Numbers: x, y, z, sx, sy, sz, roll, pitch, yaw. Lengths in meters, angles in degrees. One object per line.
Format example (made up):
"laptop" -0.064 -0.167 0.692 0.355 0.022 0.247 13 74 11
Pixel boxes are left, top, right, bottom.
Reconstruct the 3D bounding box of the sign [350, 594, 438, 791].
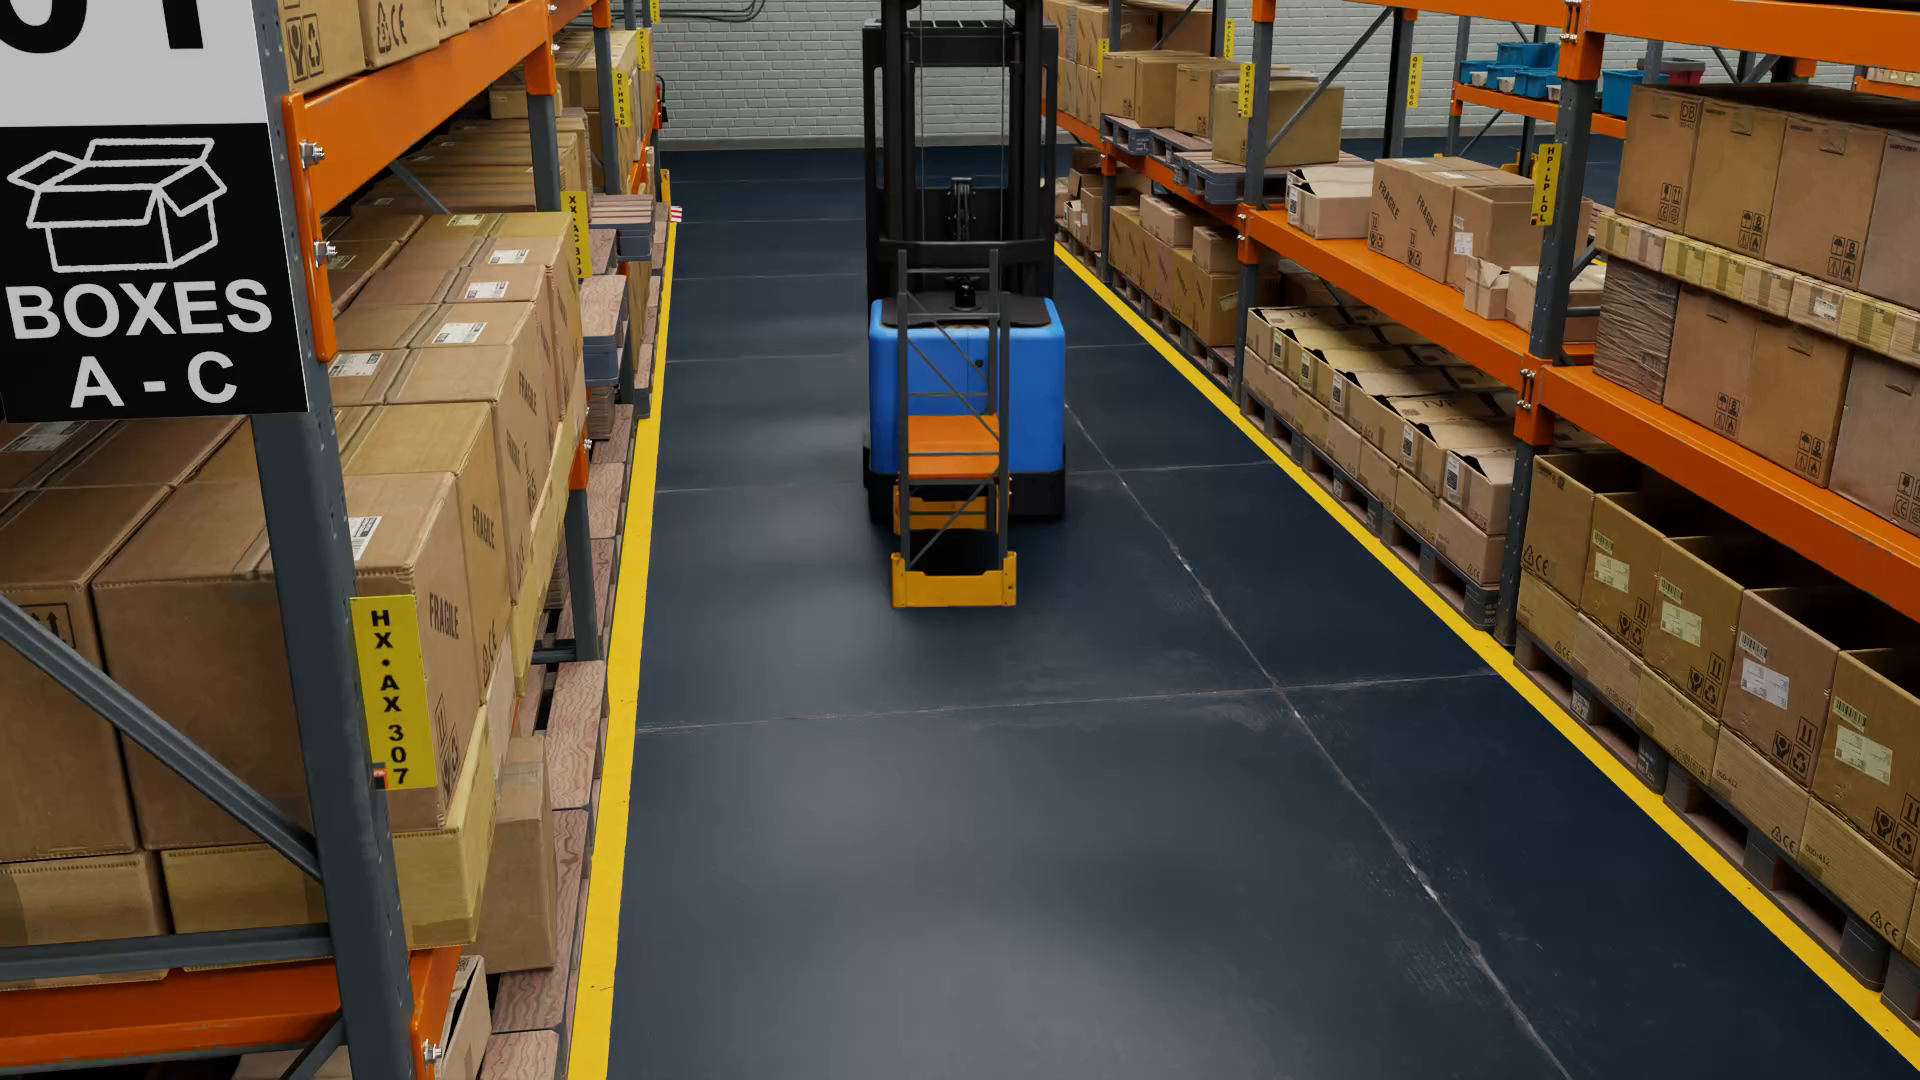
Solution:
"sign" -0.872 0.238 2.555 0.100 0.325 0.005 -3 21 -8

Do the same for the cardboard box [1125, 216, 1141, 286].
"cardboard box" 1.679 -2.406 13.816 0.500 0.500 0.500 -3 21 -7

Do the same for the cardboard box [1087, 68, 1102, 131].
"cardboard box" 1.437 -3.942 14.841 0.500 0.500 0.500 -3 21 -7

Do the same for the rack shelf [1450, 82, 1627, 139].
"rack shelf" 6.376 -4.339 17.075 1.077 0.370 4.000 -3 21 -8

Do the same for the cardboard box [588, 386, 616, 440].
"cardboard box" -2.407 -0.888 9.749 0.700 0.500 0.500 -3 21 -7

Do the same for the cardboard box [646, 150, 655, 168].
"cardboard box" -3.279 -3.838 16.749 0.380 0.149 0.250 -2 21 -6

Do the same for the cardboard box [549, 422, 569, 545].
"cardboard box" -1.466 -0.158 5.039 0.500 0.250 0.500 -3 21 -8

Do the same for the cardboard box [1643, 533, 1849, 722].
"cardboard box" 2.817 0.297 5.891 0.500 0.500 0.500 -3 21 -8

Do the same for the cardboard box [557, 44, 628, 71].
"cardboard box" -2.607 -3.352 11.734 0.500 0.250 0.500 -3 21 -9

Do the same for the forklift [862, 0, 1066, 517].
"forklift" -0.007 -1.963 9.782 1.130 2.935 3.031 -1 20 -2

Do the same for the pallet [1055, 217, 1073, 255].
"pallet" 1.485 -3.090 16.688 1.003 0.211 1.213 -3 21 -8

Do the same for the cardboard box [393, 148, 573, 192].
"cardboard box" -2.225 -1.565 7.848 0.700 0.500 0.500 0 20 0

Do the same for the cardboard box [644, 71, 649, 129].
"cardboard box" -3.301 -4.066 14.887 0.980 0.700 0.700 -3 21 -9

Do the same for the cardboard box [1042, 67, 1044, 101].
"cardboard box" 1.069 -4.822 17.196 0.500 0.500 0.500 -3 21 -8

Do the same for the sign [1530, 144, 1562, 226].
"sign" 2.380 -1.440 6.743 0.100 0.325 0.005 -3 21 -8

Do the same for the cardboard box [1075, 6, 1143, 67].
"cardboard box" 1.357 -4.590 15.146 0.500 0.500 0.500 -3 21 -9

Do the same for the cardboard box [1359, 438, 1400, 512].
"cardboard box" 2.424 -0.355 8.710 0.500 0.250 0.500 -2 21 -7

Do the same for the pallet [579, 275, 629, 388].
"pallet" -1.952 -0.896 7.103 1.003 0.211 1.213 -3 21 -8

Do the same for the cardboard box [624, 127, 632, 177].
"cardboard box" -2.445 -2.658 10.948 0.500 0.500 0.500 -2 21 -6

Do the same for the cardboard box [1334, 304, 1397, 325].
"cardboard box" 2.658 -1.353 10.579 0.500 0.311 0.500 -2 21 -6

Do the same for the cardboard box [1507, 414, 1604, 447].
"cardboard box" 3.036 -0.466 8.205 0.500 0.311 0.500 -3 21 -8

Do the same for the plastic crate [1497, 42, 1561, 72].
"plastic crate" 6.321 -5.307 18.501 0.616 0.435 0.499 -3 21 -8

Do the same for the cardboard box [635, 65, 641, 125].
"cardboard box" -2.823 -3.533 13.291 0.500 0.500 0.500 -3 21 -9

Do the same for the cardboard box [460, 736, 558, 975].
"cardboard box" -1.558 0.938 4.863 0.700 0.500 0.500 -4 21 -11

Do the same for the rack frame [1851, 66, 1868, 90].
"rack frame" 10.989 -5.619 19.472 1.000 3.000 0.127 -3 21 -8

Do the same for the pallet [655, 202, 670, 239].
"pallet" -3.523 -3.290 17.223 1.003 0.211 1.213 -3 21 -8

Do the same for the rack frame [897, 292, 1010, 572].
"rack frame" -0.028 -0.391 7.619 0.500 1.500 0.032 -1 20 -2

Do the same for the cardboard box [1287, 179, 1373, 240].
"cardboard box" 2.276 -1.989 9.882 0.500 0.311 0.500 -3 21 -8

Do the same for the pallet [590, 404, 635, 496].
"pallet" -2.451 -0.522 9.813 1.003 0.211 1.213 -3 21 -8

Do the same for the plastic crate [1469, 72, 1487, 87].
"plastic crate" 5.762 -5.056 18.257 0.250 0.136 0.298 -3 21 -8

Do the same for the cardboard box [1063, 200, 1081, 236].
"cardboard box" 1.292 -3.124 16.008 0.500 0.311 0.500 -3 21 -8

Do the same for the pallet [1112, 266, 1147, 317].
"pallet" 1.917 -2.149 14.169 1.003 0.211 1.213 -3 21 -8

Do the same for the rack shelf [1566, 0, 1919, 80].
"rack shelf" 3.204 -1.341 4.761 1.077 0.370 4.000 -3 21 -8

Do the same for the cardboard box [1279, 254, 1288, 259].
"cardboard box" 2.408 -1.912 12.493 0.500 0.500 0.500 -3 21 -8

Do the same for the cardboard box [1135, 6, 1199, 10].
"cardboard box" 1.898 -4.606 15.190 0.500 0.500 0.500 -4 21 -9

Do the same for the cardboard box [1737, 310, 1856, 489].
"cardboard box" 3.137 -0.503 5.632 0.700 0.500 0.500 -3 21 -7

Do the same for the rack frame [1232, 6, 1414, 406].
"rack frame" 2.339 -2.350 10.722 1.000 3.000 0.127 -3 21 -8

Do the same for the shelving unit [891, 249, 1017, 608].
"shelving unit" -0.044 -0.572 8.104 0.587 1.500 1.083 -1 20 -2

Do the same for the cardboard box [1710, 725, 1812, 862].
"cardboard box" 2.895 0.821 5.559 0.500 0.250 0.500 -3 21 -8

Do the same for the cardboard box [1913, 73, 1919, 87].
"cardboard box" 10.828 -5.094 18.426 0.380 0.149 0.250 -3 21 -9

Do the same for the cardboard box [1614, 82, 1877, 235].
"cardboard box" 2.986 -1.467 6.359 0.700 0.500 0.500 -3 21 -7

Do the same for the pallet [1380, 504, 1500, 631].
"pallet" 2.771 0.088 8.179 1.003 0.211 1.213 -3 21 -8

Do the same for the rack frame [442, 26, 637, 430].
"rack frame" -2.562 -2.099 10.049 1.000 3.000 0.127 -3 21 -8

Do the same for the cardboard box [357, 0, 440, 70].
"cardboard box" -1.252 -1.107 2.934 0.500 0.500 0.500 -2 21 -4

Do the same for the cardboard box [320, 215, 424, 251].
"cardboard box" -2.125 -0.831 5.769 0.500 0.500 0.500 -3 21 -9

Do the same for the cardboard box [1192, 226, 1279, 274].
"cardboard box" 1.960 -2.068 11.838 0.500 0.250 0.500 -2 21 -6

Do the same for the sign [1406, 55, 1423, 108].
"sign" 2.888 -2.922 10.597 0.100 0.325 0.005 -3 21 -8

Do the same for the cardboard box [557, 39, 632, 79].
"cardboard box" -2.681 -3.528 12.207 0.500 0.250 0.500 -3 21 -7

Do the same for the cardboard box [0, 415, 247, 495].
"cardboard box" -1.750 0.053 3.401 0.500 0.500 0.500 -3 21 -7

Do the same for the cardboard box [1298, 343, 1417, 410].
"cardboard box" 2.279 -0.967 9.547 0.500 0.311 0.500 -3 21 -9

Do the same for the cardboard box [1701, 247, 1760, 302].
"cardboard box" 2.877 -0.946 5.893 0.380 0.149 0.250 -3 21 -8

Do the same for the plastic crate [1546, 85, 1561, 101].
"plastic crate" 6.116 -4.476 16.705 0.293 0.136 0.466 -3 21 -8

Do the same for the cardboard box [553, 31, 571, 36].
"cardboard box" -3.330 -3.859 13.092 0.500 0.250 0.500 -2 21 -6

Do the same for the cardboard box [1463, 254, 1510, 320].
"cardboard box" 2.607 -1.198 7.828 0.396 0.266 0.258 -3 21 -9

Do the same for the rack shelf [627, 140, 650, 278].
"rack shelf" -2.851 -2.455 12.029 1.077 0.370 4.000 -3 21 -8

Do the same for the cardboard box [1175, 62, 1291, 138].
"cardboard box" 2.078 -3.370 12.709 0.700 0.500 0.500 -8 22 -21

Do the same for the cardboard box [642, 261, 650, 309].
"cardboard box" -2.786 -2.148 12.652 0.750 0.750 0.750 -2 21 -6

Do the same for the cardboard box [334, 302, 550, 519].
"cardboard box" -1.396 -0.329 4.424 0.500 0.500 0.500 -2 21 -6
